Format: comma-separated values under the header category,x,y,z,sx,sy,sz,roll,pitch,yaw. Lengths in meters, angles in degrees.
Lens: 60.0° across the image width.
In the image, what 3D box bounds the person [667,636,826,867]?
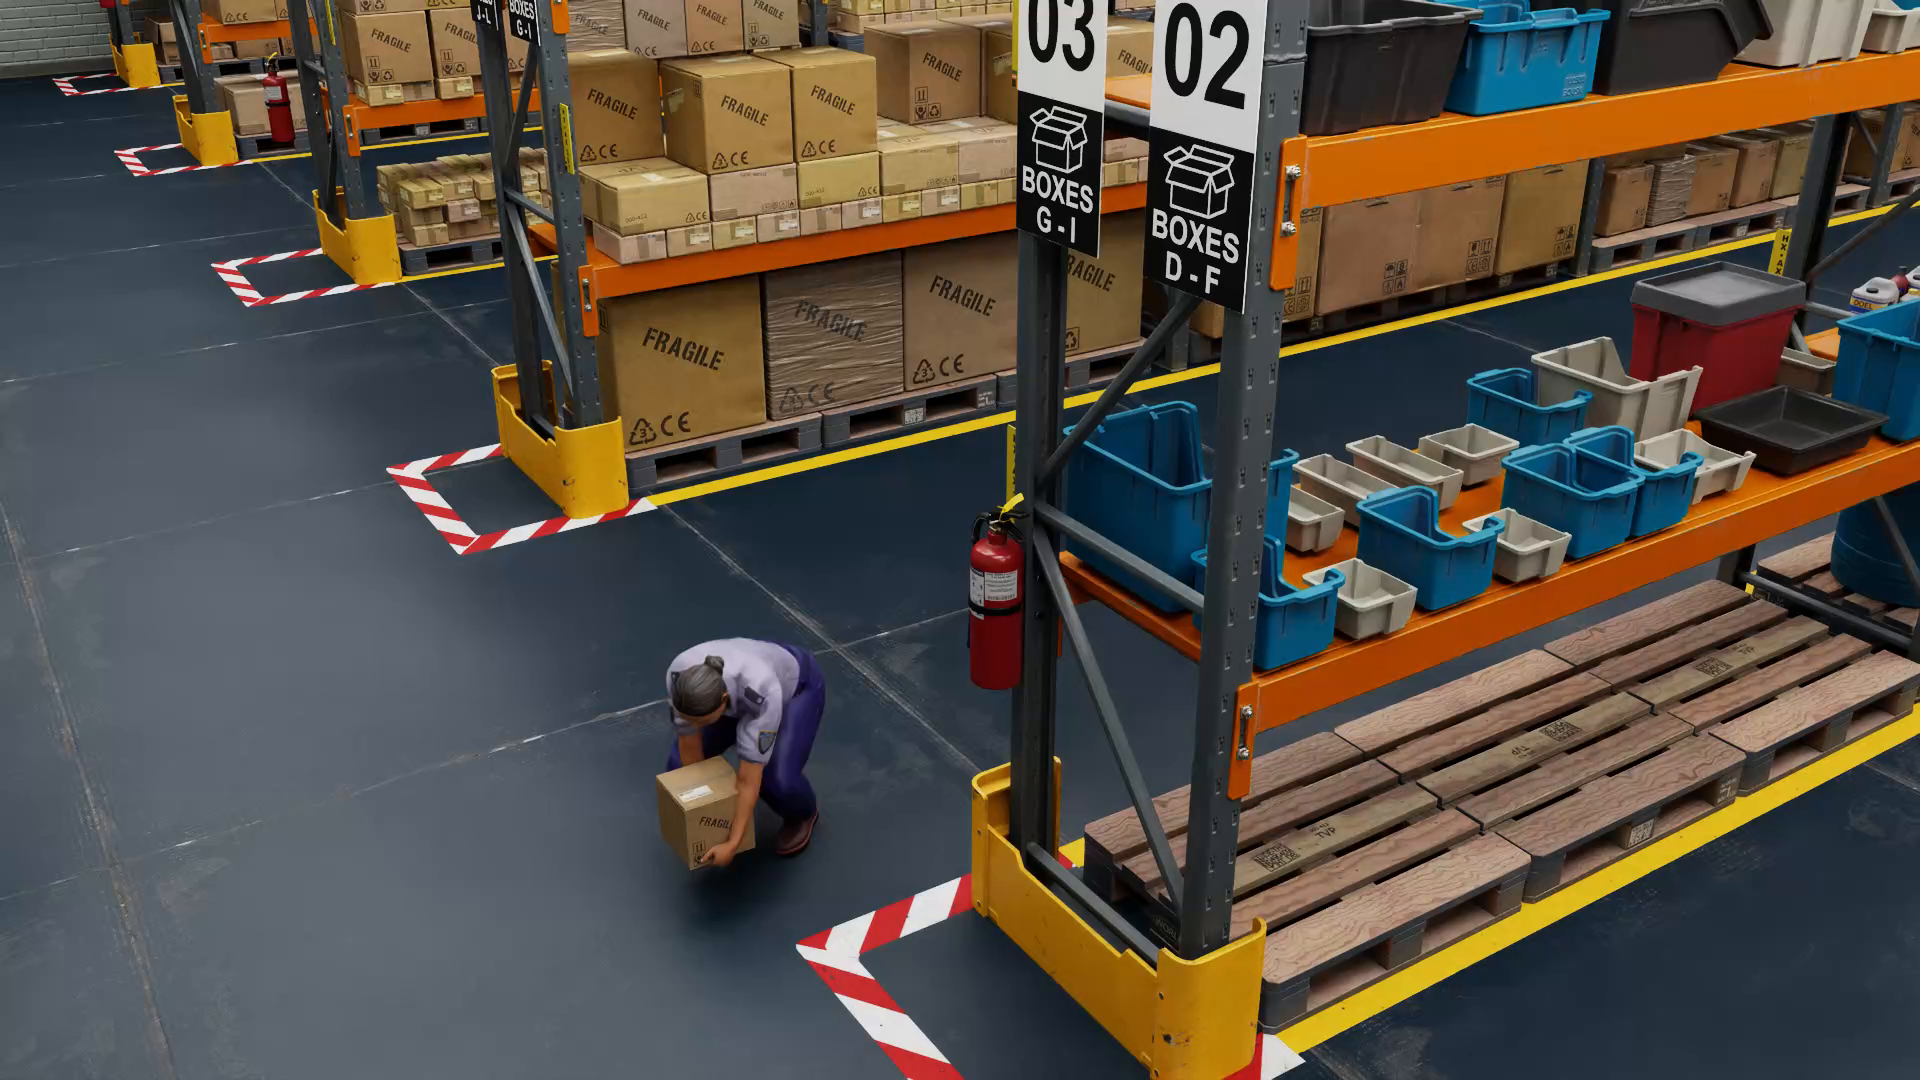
category,x,y,z,sx,sy,sz,roll,pitch,yaw
person,-0.787,0.712,5.955,0.514,0.944,0.847,9,27,19
